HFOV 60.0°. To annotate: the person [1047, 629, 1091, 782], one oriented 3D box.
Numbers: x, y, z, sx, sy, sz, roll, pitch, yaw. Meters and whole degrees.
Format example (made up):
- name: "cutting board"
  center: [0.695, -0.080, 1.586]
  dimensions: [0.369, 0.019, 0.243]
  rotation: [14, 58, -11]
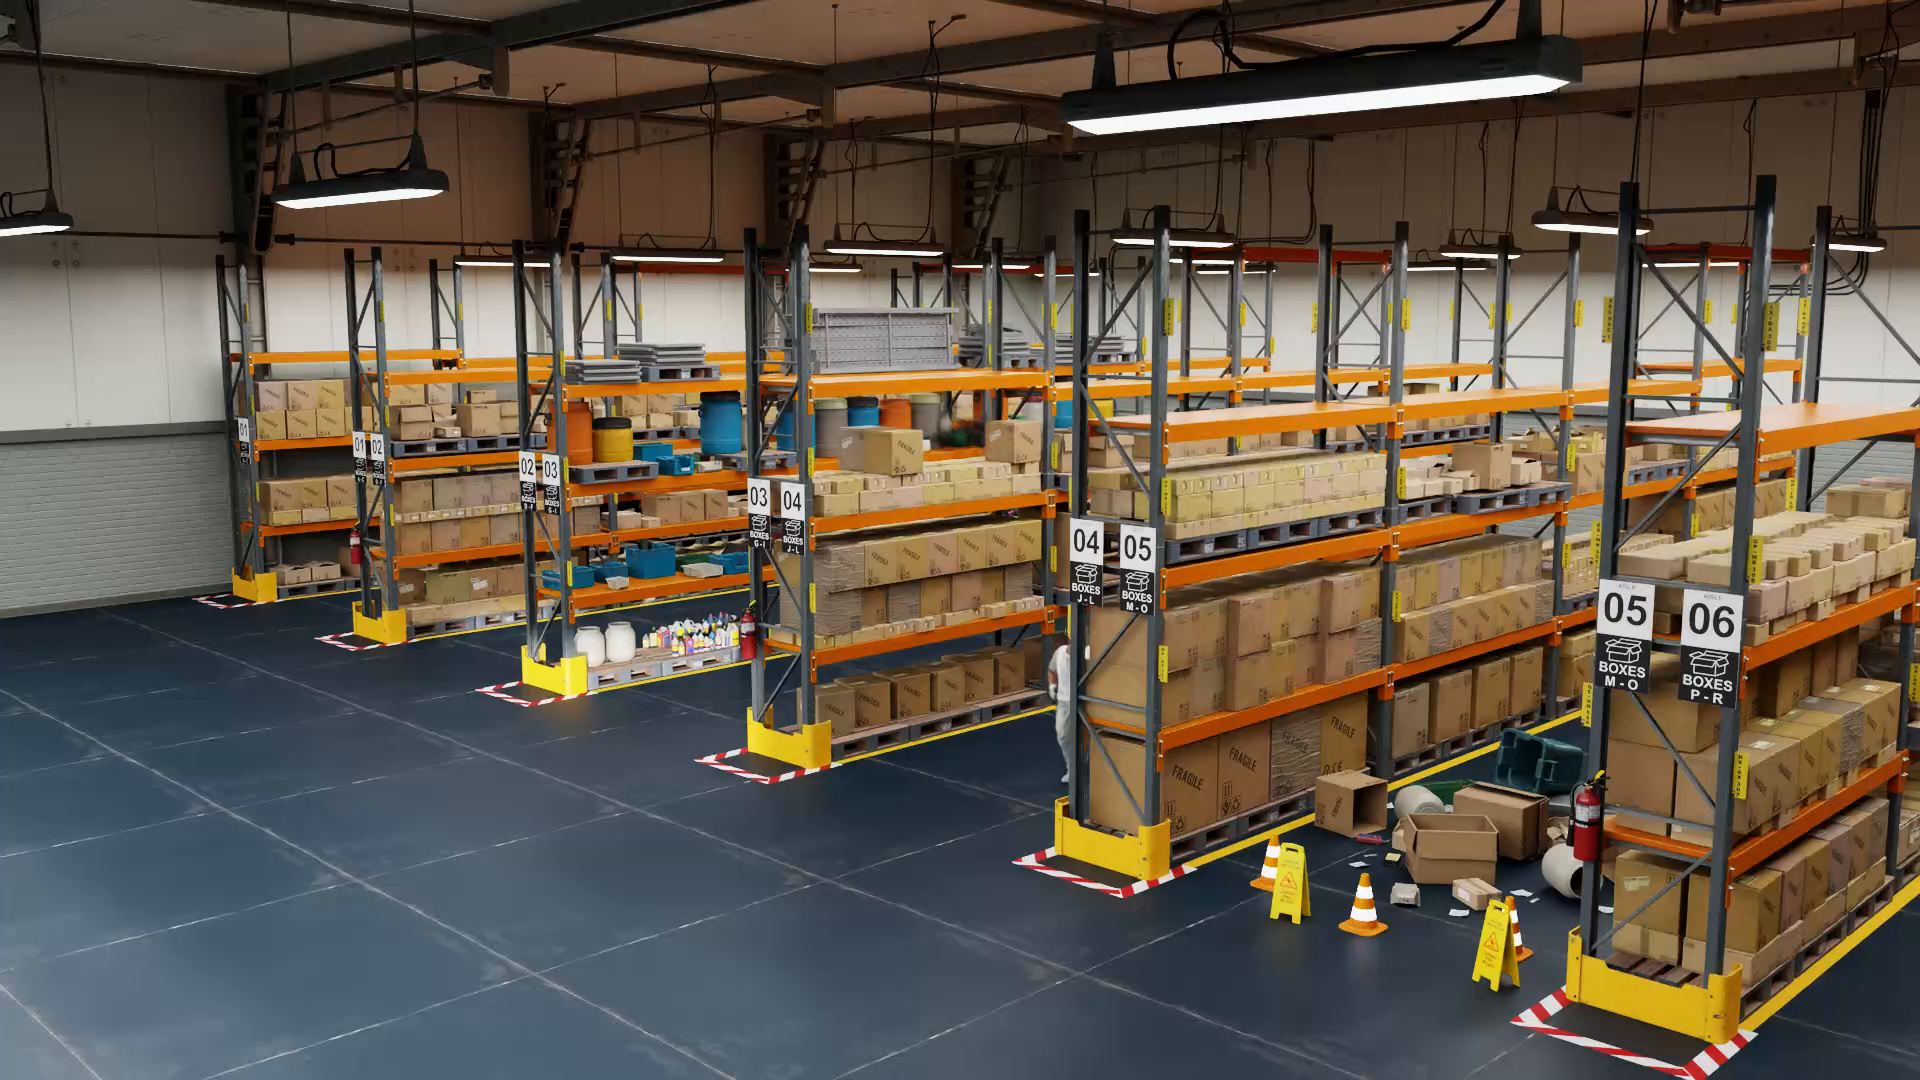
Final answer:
- name: "person"
  center: [1.273, 1.754, 18.152]
  dimensions: [0.718, 1.739, 0.627]
  rotation: [4, 9, 25]
